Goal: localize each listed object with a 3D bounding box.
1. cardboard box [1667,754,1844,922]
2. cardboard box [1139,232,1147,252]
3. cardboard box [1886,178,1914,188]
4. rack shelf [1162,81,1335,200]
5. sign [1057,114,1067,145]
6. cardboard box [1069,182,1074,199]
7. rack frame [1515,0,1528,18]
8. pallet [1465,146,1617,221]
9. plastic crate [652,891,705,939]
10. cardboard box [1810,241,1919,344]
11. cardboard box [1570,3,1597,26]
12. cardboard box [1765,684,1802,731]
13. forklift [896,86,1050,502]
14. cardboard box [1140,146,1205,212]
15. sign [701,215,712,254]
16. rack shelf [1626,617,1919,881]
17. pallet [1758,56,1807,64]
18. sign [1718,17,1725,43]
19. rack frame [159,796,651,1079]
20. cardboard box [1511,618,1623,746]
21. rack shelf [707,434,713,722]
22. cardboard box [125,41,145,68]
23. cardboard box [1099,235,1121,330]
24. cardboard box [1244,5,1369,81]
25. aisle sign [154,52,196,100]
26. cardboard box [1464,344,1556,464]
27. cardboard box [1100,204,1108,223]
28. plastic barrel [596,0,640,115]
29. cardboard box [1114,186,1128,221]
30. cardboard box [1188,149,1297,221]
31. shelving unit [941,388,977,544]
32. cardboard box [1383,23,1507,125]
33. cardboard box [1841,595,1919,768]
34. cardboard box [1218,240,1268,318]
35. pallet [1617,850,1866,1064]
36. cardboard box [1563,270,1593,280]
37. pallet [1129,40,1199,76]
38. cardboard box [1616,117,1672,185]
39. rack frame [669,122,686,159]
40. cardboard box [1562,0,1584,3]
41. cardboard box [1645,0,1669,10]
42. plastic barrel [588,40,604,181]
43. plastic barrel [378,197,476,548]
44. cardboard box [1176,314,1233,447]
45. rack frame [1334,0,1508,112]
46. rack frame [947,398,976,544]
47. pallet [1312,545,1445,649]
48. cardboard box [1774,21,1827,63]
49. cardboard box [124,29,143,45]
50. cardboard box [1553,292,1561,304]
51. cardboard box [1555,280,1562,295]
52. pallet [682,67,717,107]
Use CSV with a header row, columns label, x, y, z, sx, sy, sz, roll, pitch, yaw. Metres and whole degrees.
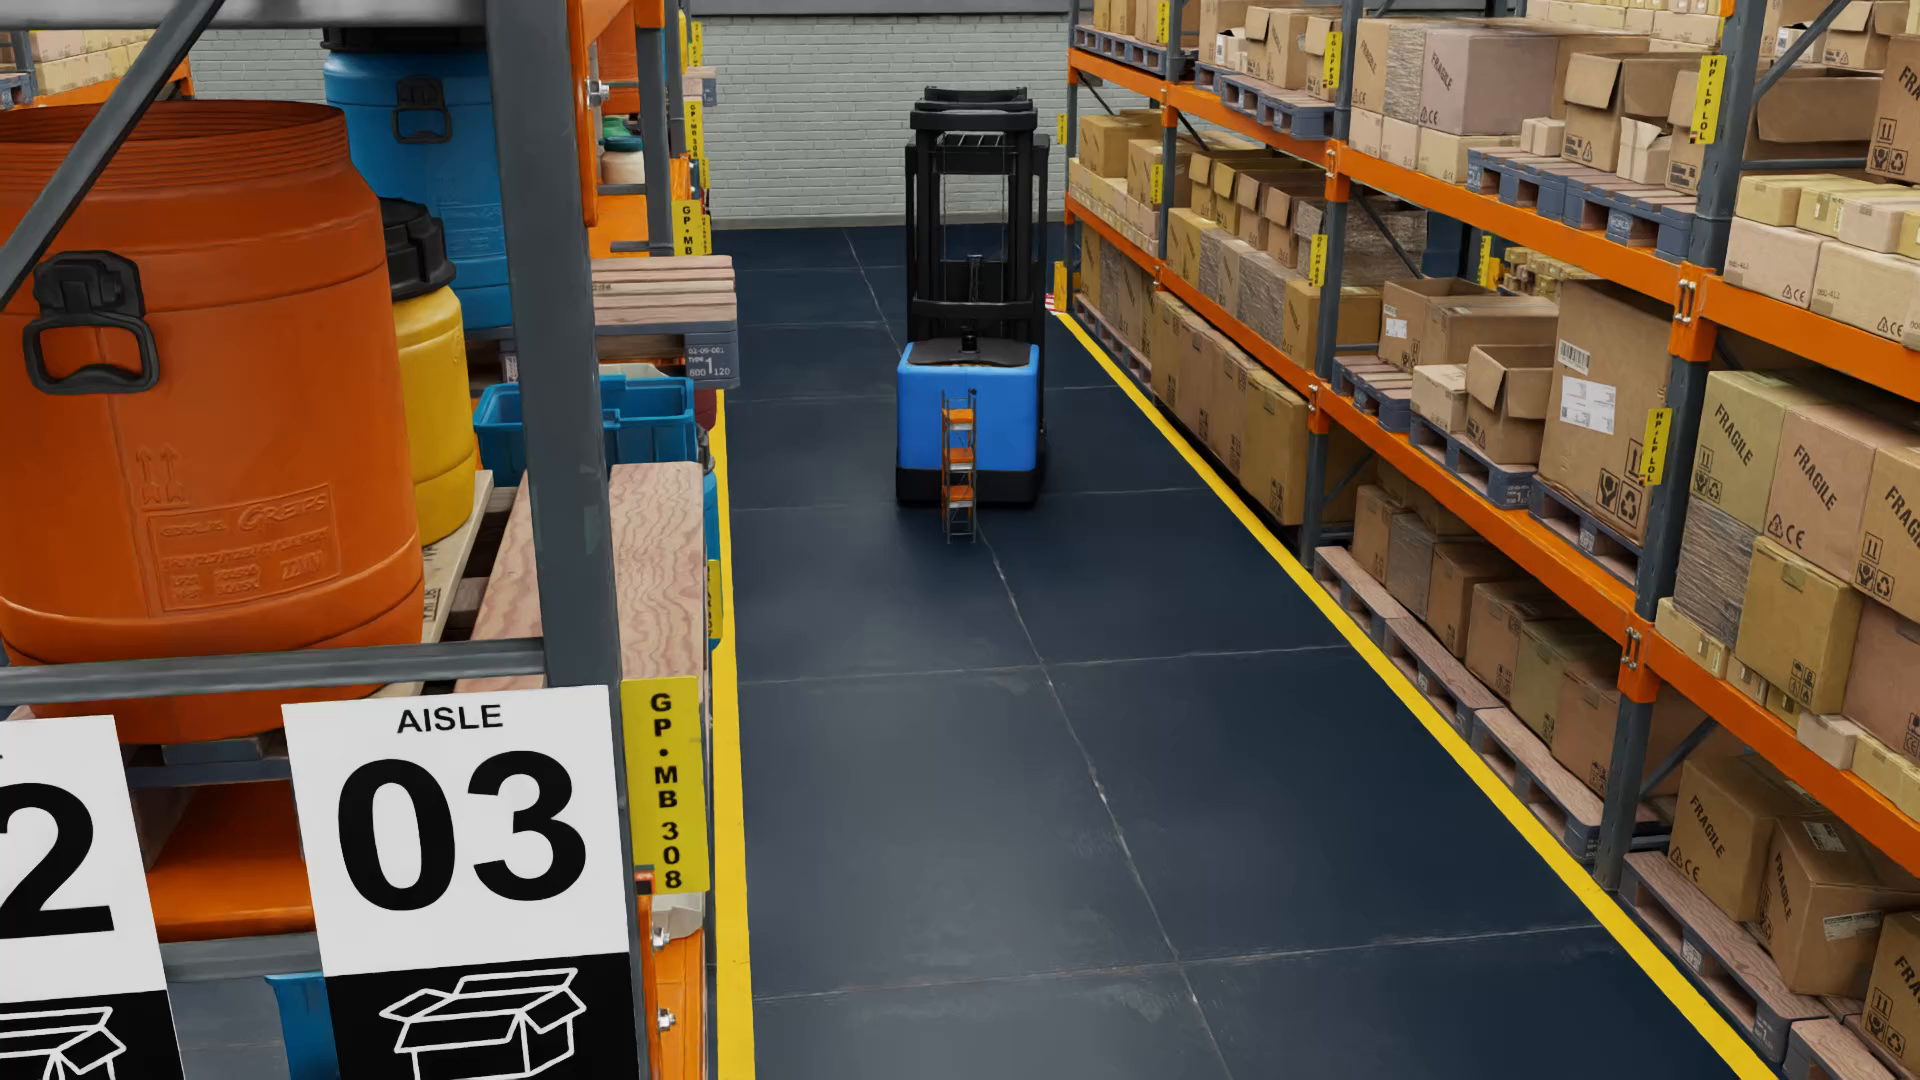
label,x,y,z,sx,sy,sz,roll,pitch,yaw
cardboard box,3.403,1.250,7.056,0.500,0.500,0.500,-4,21,-9
cardboard box,1.826,-2.696,15.006,0.380,0.149,0.250,-3,21,-7
cardboard box,3.718,-1.289,6.238,0.380,0.149,0.250,-2,21,-6
rack shelf,2.520,-3.011,12.231,1.077,0.370,4.000,-3,21,-8
sign,1.105,-4.437,17.958,0.100,0.325,0.005,-3,21,-8
cardboard box,1.380,-3.763,17.863,0.380,0.149,0.250,-3,21,-7
rack frame,6.578,-7.046,17.719,1.000,3.000,0.127,-3,21,-8
pallet,3.249,-1.760,8.124,1.213,0.211,1.003,-3,21,-8
plastic crate,-1.032,1.058,4.974,0.530,0.136,0.437,-3,21,-8
cardboard box,3.278,-0.848,5.628,0.500,0.250,0.500,-3,21,-8
cardboard box,6.521,-5.283,16.787,0.500,0.250,0.500,-3,21,-7
cardboard box,3.250,0.601,6.180,0.380,0.149,0.250,-3,21,-8
forklift,0.144,-2.121,13.205,1.130,2.935,3.031,1,21,4
cardboard box,1.901,-3.201,14.717,0.500,0.500,0.500,-2,21,-6
sign,-2.125,-2.542,13.839,0.100,0.325,0.005,-3,21,-8
rack shelf,3.673,1.164,5.340,1.077,0.370,4.000,-3,21,-8
pallet,7.138,-3.948,13.982,1.213,0.211,1.003,-3,21,-8
sign,6.619,-4.468,14.365,0.100,0.325,0.005,-3,21,-8
rack frame,-0.940,1.770,2.691,1.000,3.000,0.127,-3,21,-8
cardboard box,3.268,0.720,8.445,0.700,0.500,0.500,-3,21,-8
rack shelf,-1.805,0.029,8.379,1.077,0.370,4.000,-3,21,-8
cardboard box,-7.667,-4.346,14.992,0.500,0.250,0.500,-3,21,-8
cardboard box,1.958,-2.689,17.064,0.875,0.875,0.875,-3,21,-8
cardboard box,2.493,-3.607,12.051,0.797,0.503,0.637,-3,21,-8
aisle sign,-7.855,-4.779,16.508,0.394,0.787,0.004,-3,21,-8
cardboard box,3.044,-0.706,8.571,0.797,0.503,0.637,-1,20,-2
cardboard box,1.603,-3.230,16.437,0.380,0.149,0.250,-3,21,-9
plastic barrel,-2.172,-3.000,9.961,0.600,0.830,0.708,-3,21,-8
cardboard box,1.758,-3.200,15.785,0.500,0.250,0.500,-2,21,-7
cardboard box,2.332,-2.931,13.700,0.797,0.503,0.637,-3,21,-9
shelving unit,-0.008,-0.510,11.582,0.215,1.050,0.252,-3,21,-8
cardboard box,2.691,-2.585,9.205,0.500,0.500,0.500,-3,21,-7
cardboard box,3.598,0.450,5.655,0.875,0.500,0.500,-3,21,-8
cardboard box,2.275,-1.984,12.598,0.500,0.500,0.500,-3,21,-7
pallet,3.517,1.672,6.938,1.003,0.211,1.213,-3,21,-8
cardboard box,6.526,-2.722,17.341,0.380,0.149,0.250,-3,21,-7
pallet,2.124,-4.282,14.735,1.003,0.211,1.213,-3,21,-8
cardboard box,3.150,-1.725,7.351,0.396,0.266,0.258,-2,21,-6
rack frame,-2.093,-1.000,10.107,1.000,3.000,0.127,-3,21,-8
cardboard box,6.419,-5.596,17.056,0.380,0.149,0.250,-3,21,-7
cardboard box,6.680,-5.061,15.623,0.380,0.149,0.250,-4,21,-10
plastic barrel,-2.189,-2.345,8.704,0.600,0.901,0.600,0,20,0
plastic barrel,-1.230,-0.309,3.100,0.600,0.588,0.600,0,20,0
cardboard box,2.473,-1.307,13.364,1.225,0.875,0.875,-4,21,-10
rack frame,2.808,-4.061,9.727,1.000,3.000,0.127,-3,21,-8
rack frame,0.010,-0.468,11.469,0.200,1.050,0.008,-3,21,-8
pallet,2.919,0.327,10.539,1.003,0.211,1.213,-3,21,-8
cardboard box,7.073,-4.095,13.633,0.500,0.311,0.500,-3,21,-9
cardboard box,-7.681,-4.579,14.903,0.500,0.250,0.500,-3,21,-8
cardboard box,6.557,-2.549,17.729,0.380,0.149,0.250,-3,21,-8
cardboard box,6.568,-2.682,17.659,0.380,0.149,0.250,-4,21,-10
pallet,-2.460,-3.435,12.610,1.213,0.211,1.003,-3,21,-8
